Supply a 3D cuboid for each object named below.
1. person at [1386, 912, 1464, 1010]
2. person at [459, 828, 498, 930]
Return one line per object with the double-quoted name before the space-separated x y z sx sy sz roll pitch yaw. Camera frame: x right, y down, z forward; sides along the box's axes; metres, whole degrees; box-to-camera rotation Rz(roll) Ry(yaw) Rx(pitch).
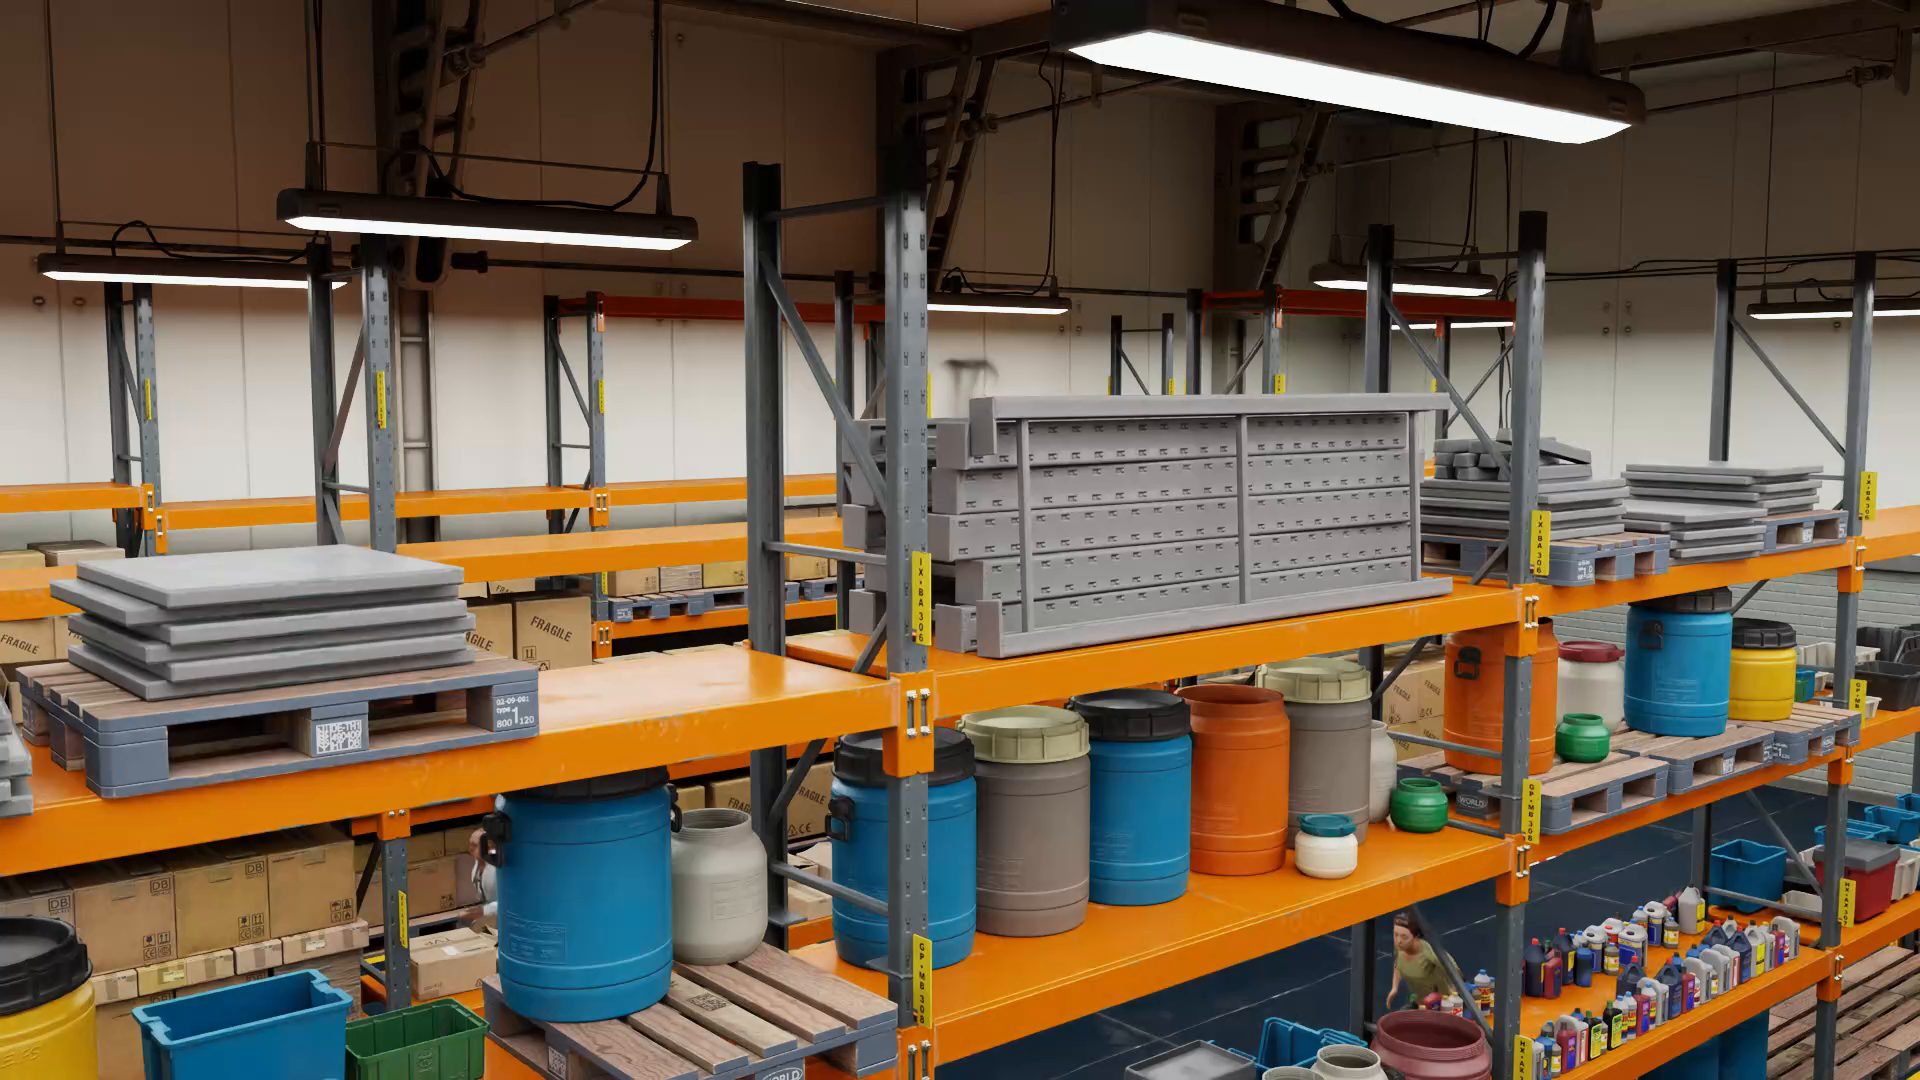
"person" 3.387 3.305 11.757 0.964 1.518 0.587 -4 7 -36
"person" -3.614 3.072 13.099 0.697 1.706 0.778 4 7 39
